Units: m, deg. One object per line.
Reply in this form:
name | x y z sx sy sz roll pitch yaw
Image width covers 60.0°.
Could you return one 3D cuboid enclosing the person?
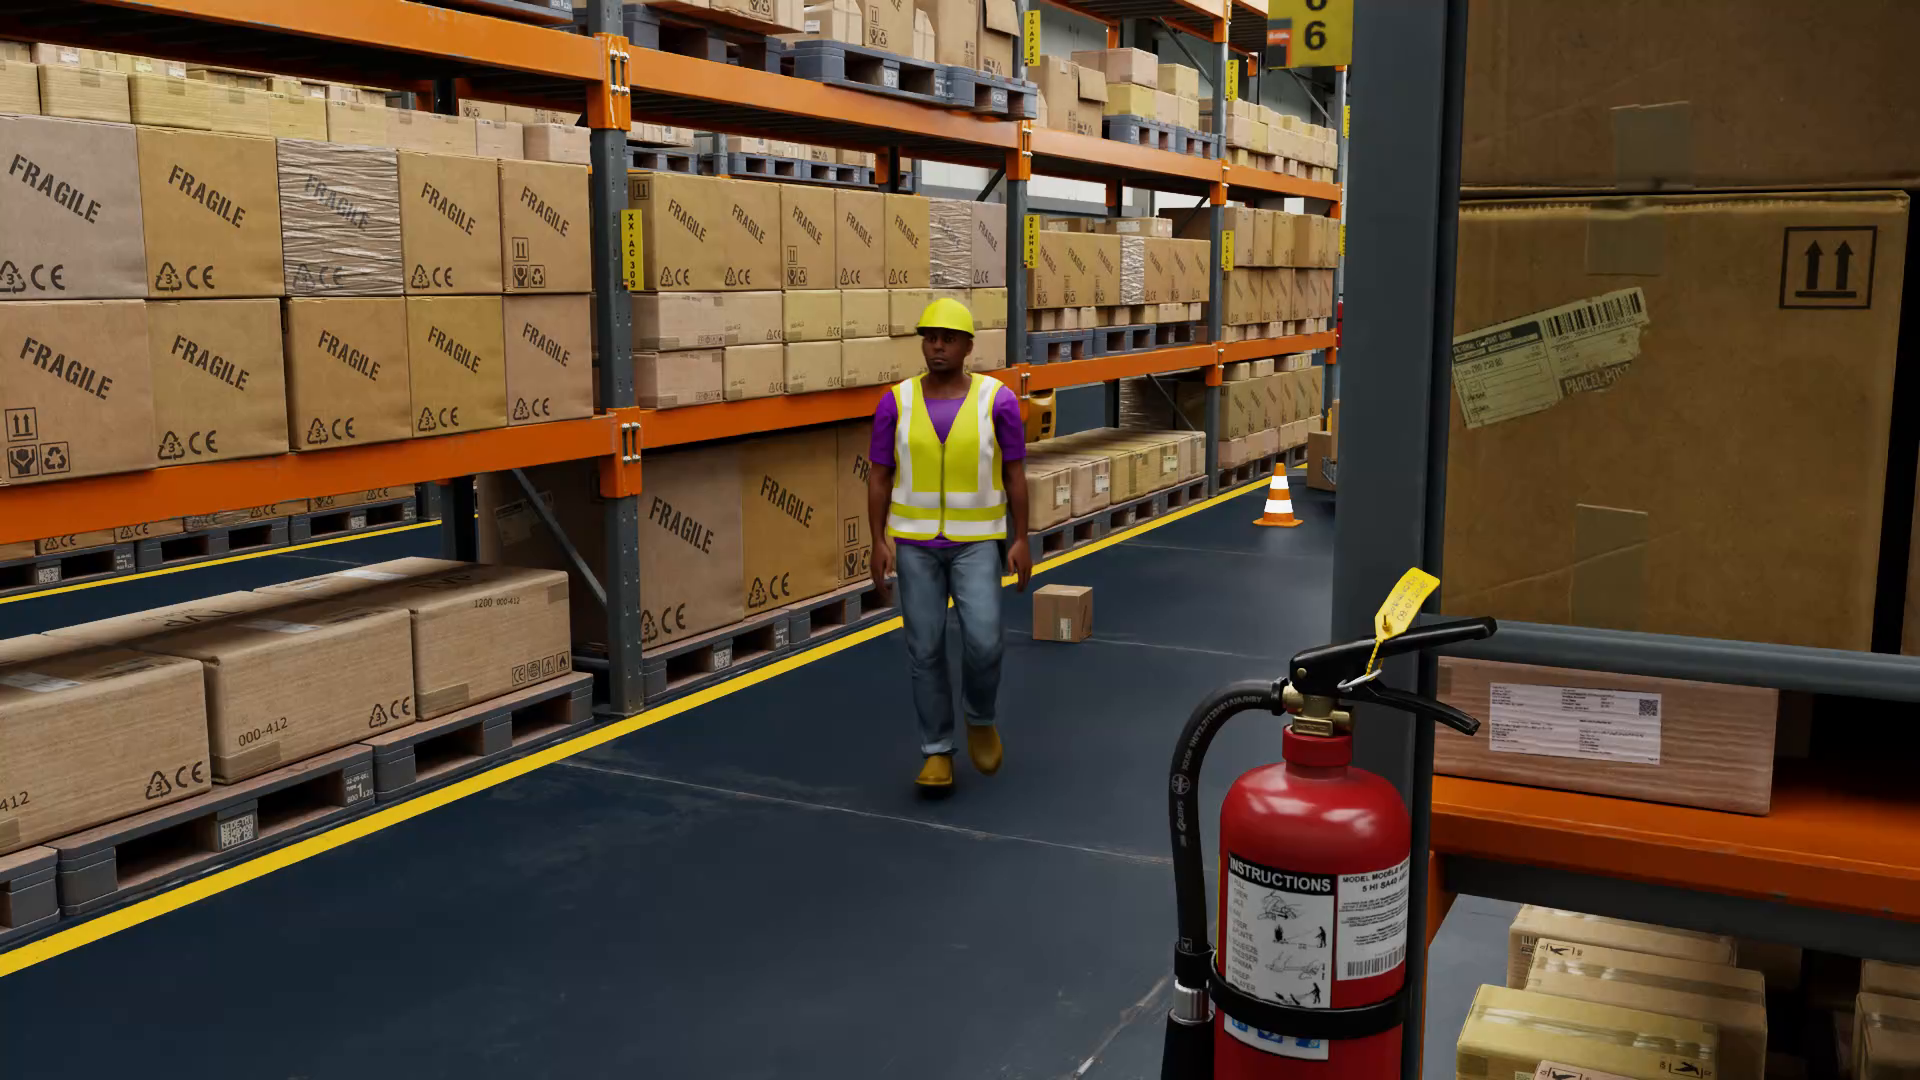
person | -0.043 0.014 5.998 0.599 1.759 0.471 1 9 7
